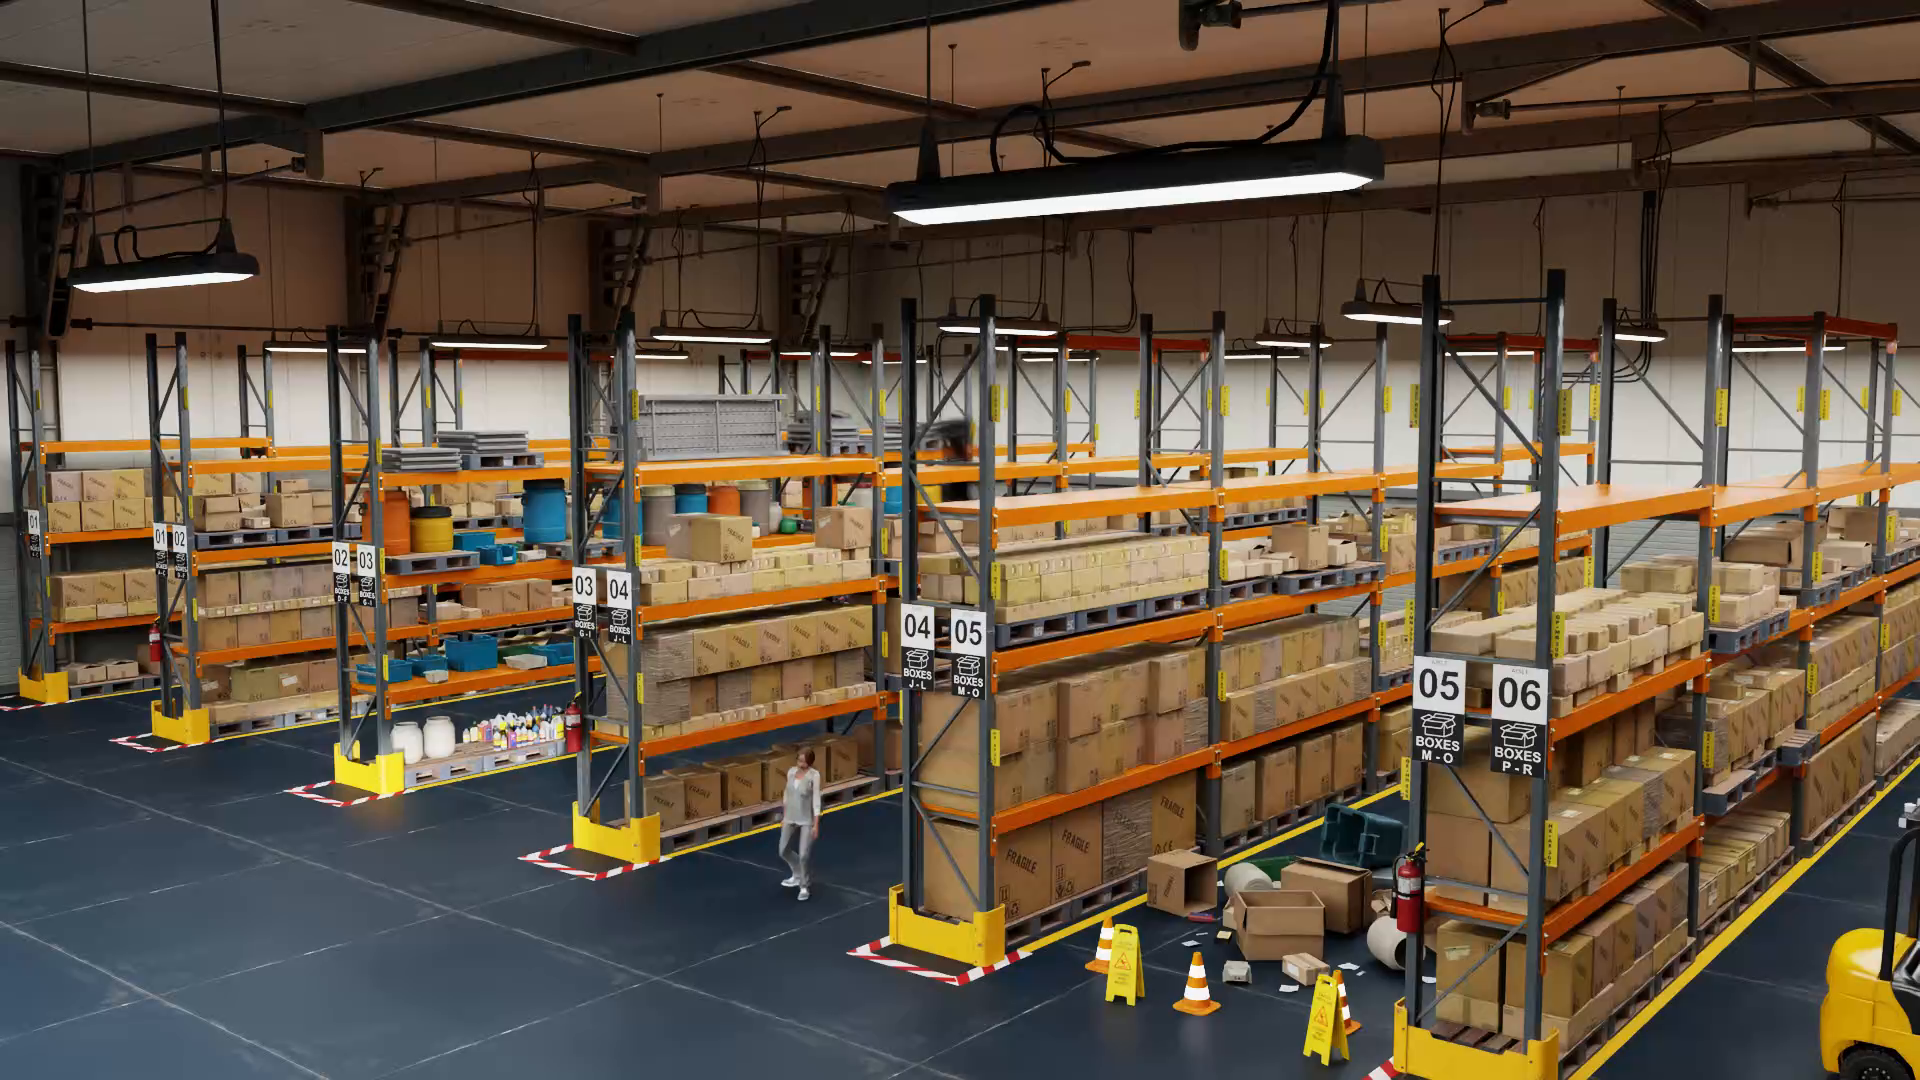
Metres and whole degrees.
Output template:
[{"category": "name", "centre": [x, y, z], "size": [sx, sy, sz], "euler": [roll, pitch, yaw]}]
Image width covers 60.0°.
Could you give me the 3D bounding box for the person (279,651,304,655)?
[{"category": "person", "centre": [-11.117, 1.804, 27.770], "size": [0.618, 1.751, 0.549], "euler": [0, 5, 5]}]

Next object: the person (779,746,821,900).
[{"category": "person", "centre": [-1.626, 2.857, 16.928], "size": [0.542, 1.582, 0.433], "euler": [2, 6, 24]}]
